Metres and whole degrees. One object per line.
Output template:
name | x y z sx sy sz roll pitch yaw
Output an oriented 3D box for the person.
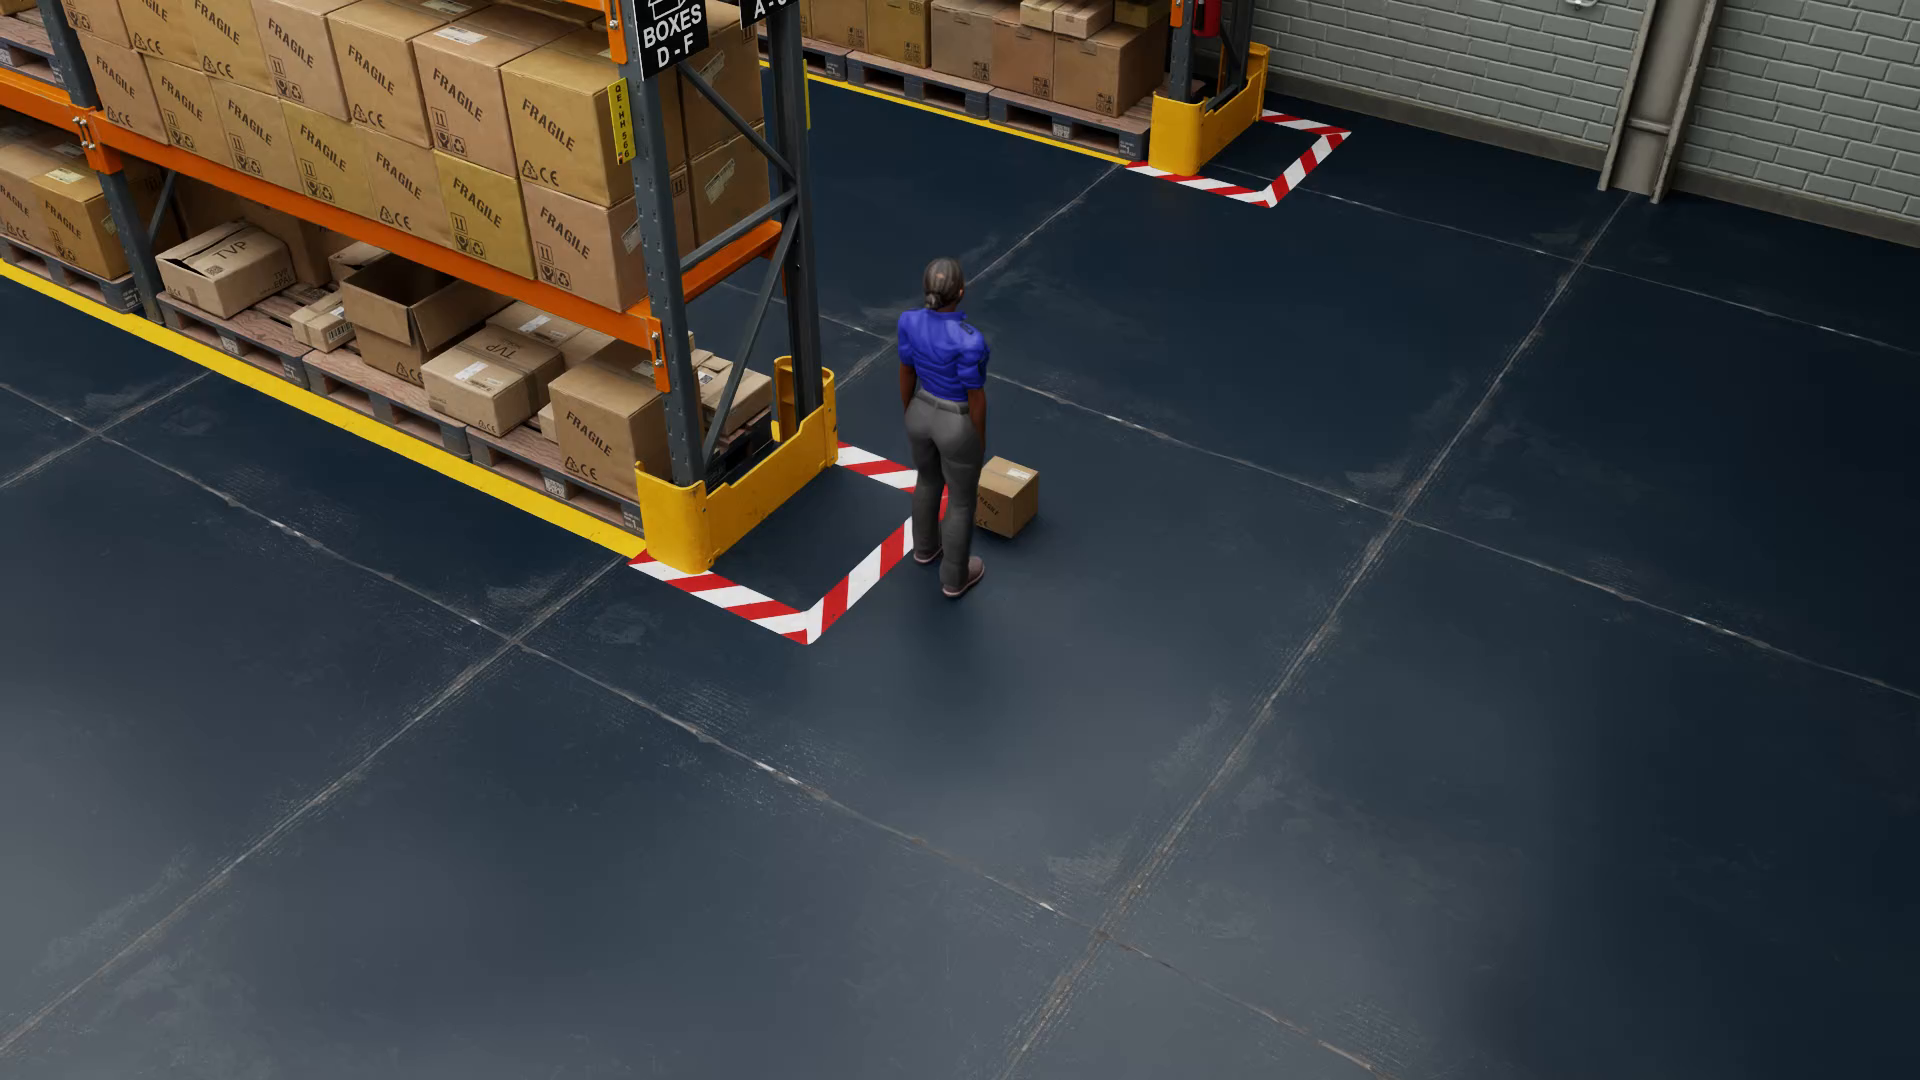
person | -0.044 -0.527 7.340 0.440 1.656 0.419 23 44 26
